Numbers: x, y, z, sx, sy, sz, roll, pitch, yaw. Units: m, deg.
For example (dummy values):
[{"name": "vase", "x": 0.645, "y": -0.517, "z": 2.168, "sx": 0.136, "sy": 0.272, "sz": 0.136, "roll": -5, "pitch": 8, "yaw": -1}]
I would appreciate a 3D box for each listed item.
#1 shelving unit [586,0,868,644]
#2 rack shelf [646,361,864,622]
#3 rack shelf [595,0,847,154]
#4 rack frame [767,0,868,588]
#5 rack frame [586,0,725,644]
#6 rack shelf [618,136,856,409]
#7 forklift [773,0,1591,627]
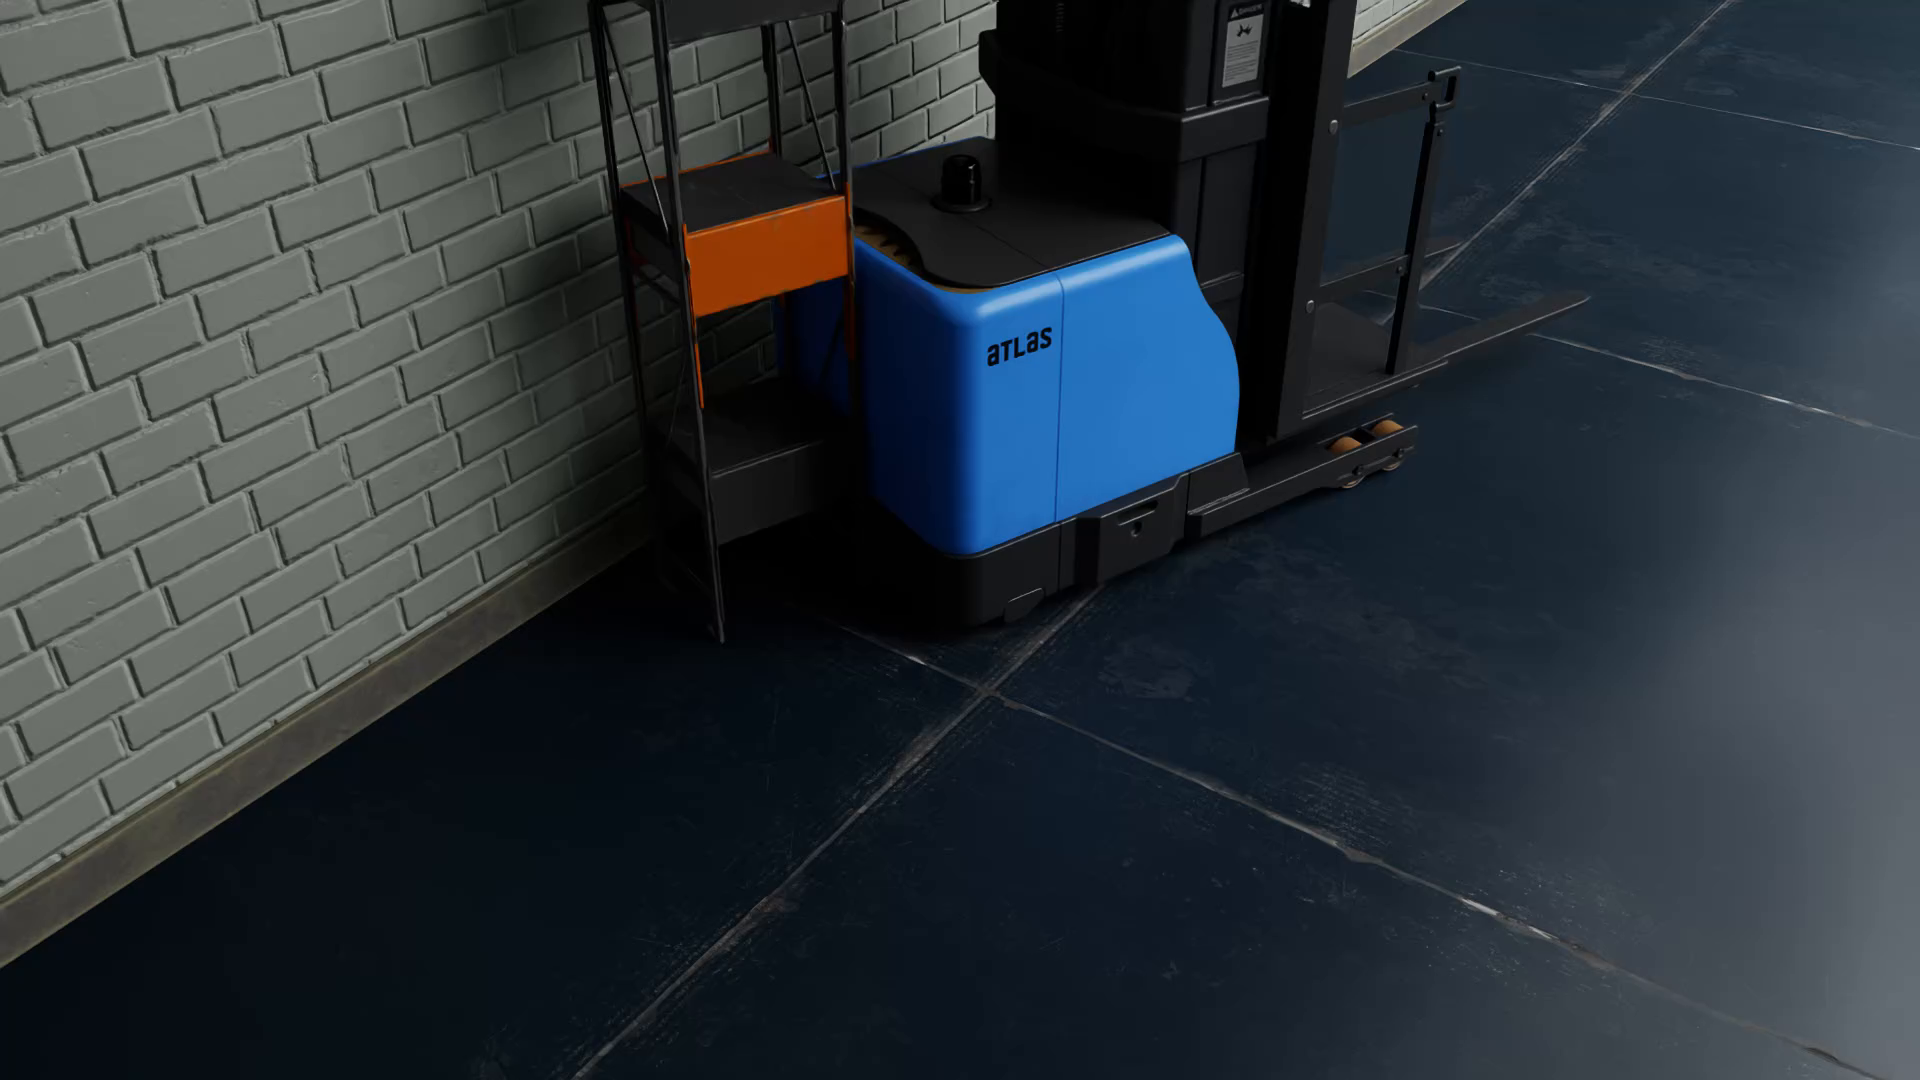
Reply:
[{"name": "shelving unit", "x": -0.600, "y": -0.740, "z": 4.470, "sx": 0.503, "sy": 2.100, "sz": 0.431, "roll": -21, "pitch": 39, "yaw": -28}, {"name": "rack shelf", "x": -0.600, "y": -0.149, "z": 4.870, "sx": 0.480, "sy": 0.518, "sz": 0.431, "roll": -21, "pitch": 39, "yaw": -28}, {"name": "rack shelf", "x": -0.600, "y": -1.309, "z": 4.086, "sx": 0.480, "sy": 0.518, "sz": 0.431, "roll": -21, "pitch": 39, "yaw": -28}, {"name": "rack frame", "x": -0.400, "y": -0.818, "z": 4.586, "sx": 0.015, "sy": 2.100, "sz": 0.400, "roll": -21, "pitch": 39, "yaw": -28}, {"name": "rack frame", "x": -0.801, "y": -0.662, "z": 4.355, "sx": 0.015, "sy": 2.100, "sz": 0.400, "roll": -21, "pitch": 39, "yaw": -28}, {"name": "rack shelf", "x": -0.600, "y": -0.729, "z": 4.478, "sx": 0.480, "sy": 0.518, "sz": 0.431, "roll": -21, "pitch": 39, "yaw": -28}, {"name": "forklift", "x": 0.919, "y": -1.607, "z": 5.010, "sx": 3.031, "sy": 2.935, "sz": 1.130, "roll": -21, "pitch": 39, "yaw": -28}]
